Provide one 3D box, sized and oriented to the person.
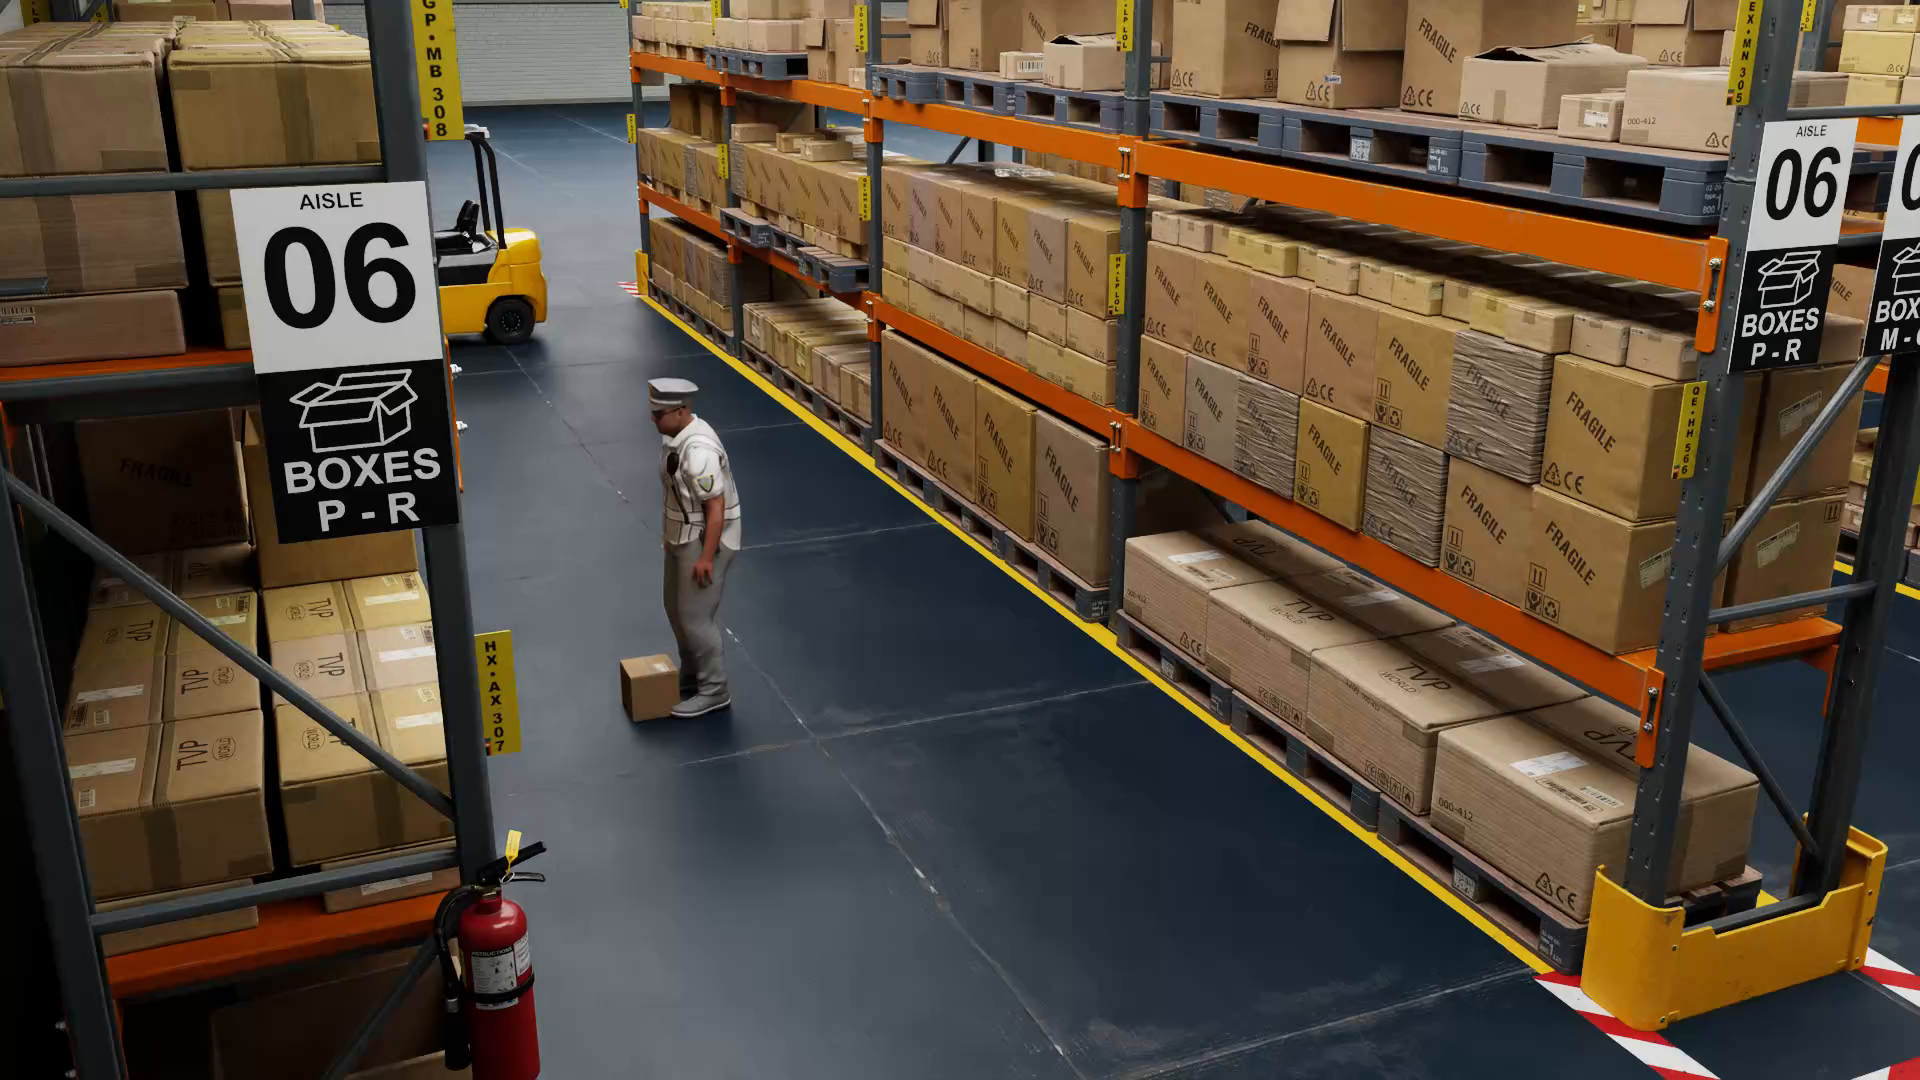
[{"bbox_3d":[-1.355,0.018,8.499,0.439,1.746,0.591,-9,21,-25],"label":"person"}]
